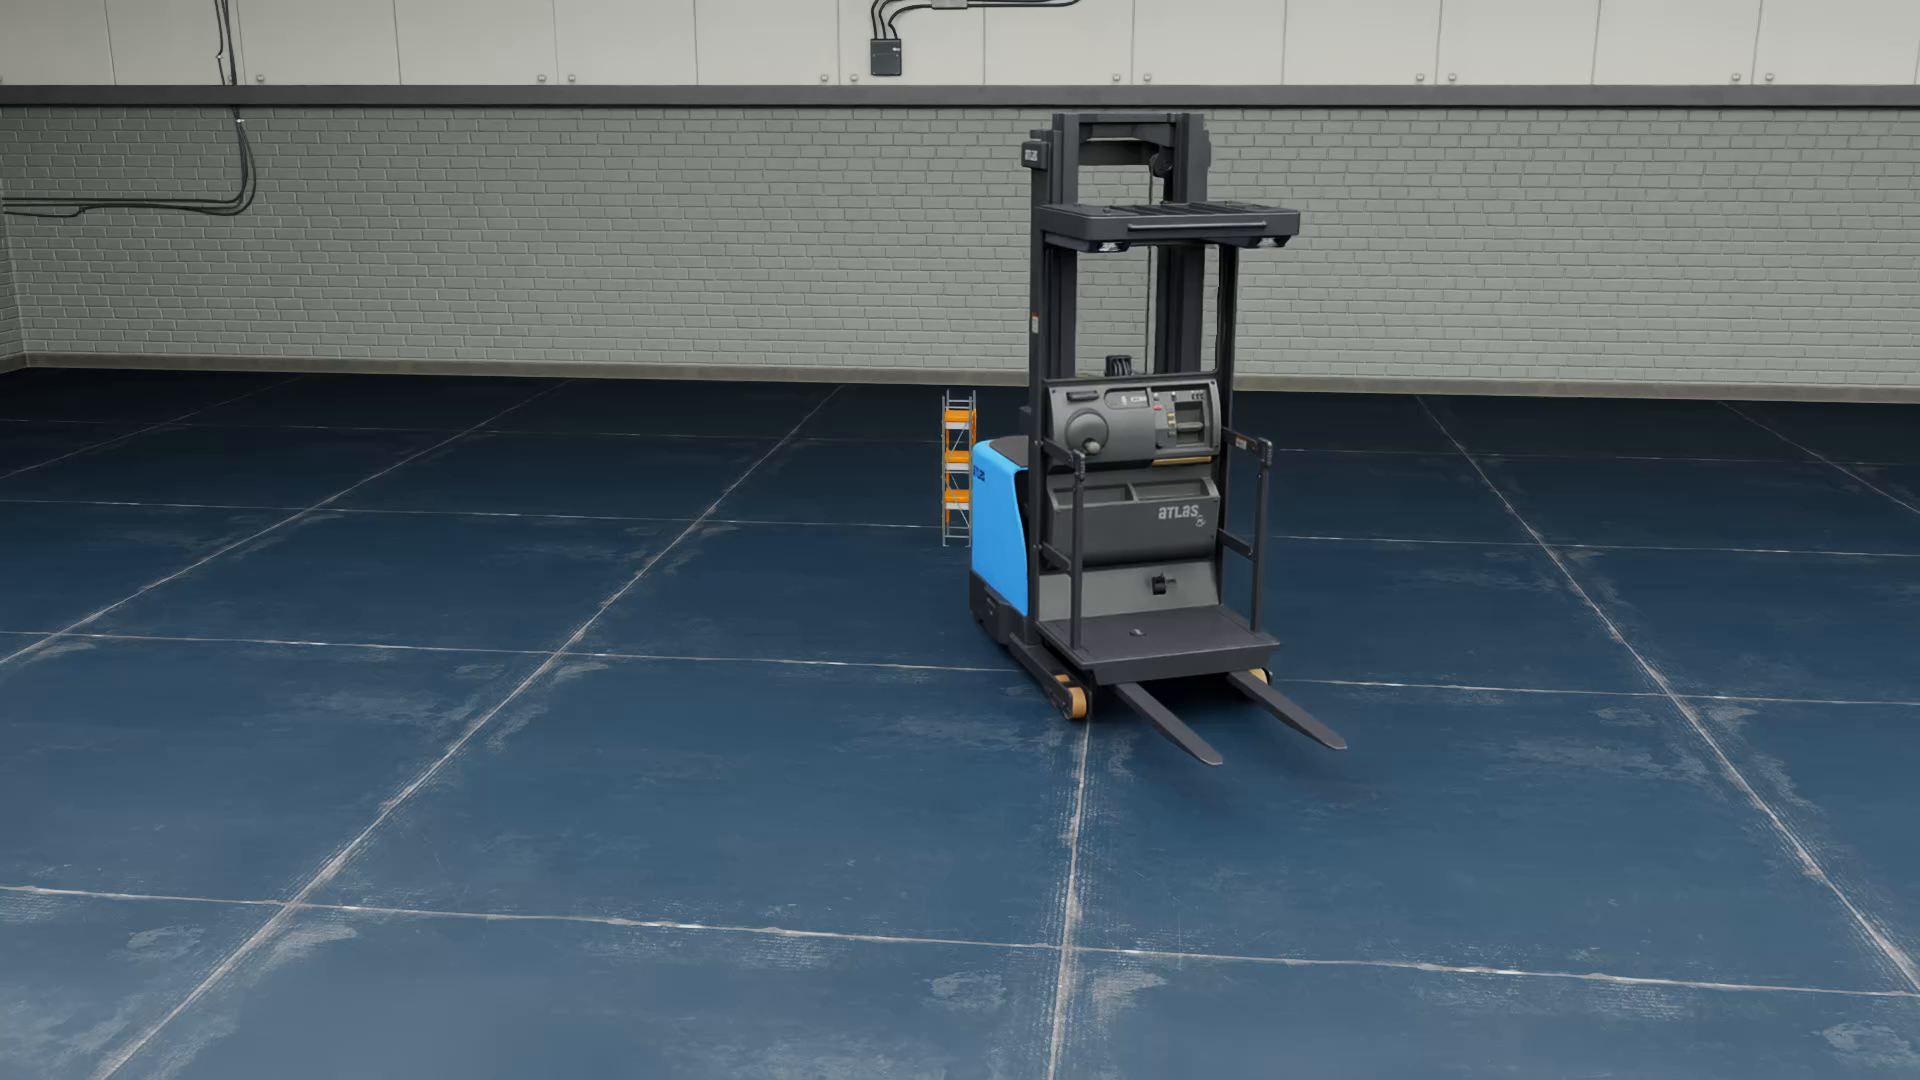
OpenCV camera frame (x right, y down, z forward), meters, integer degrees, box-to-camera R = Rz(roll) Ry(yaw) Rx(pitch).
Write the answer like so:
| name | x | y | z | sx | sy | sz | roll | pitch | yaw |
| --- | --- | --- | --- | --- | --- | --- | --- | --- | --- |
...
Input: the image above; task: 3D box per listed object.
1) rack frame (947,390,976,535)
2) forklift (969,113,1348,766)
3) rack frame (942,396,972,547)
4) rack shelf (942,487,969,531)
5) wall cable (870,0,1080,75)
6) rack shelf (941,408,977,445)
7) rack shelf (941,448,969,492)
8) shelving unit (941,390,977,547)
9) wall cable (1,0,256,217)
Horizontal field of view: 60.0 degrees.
| name | x | y | z | sx | sy | sz | roll | pitch | yaw |
| --- | --- | --- | --- | --- | --- | --- | --- | --- | --- |
| rack frame | 0.008 | -0.525 | 11.591 | 0.200 | 1.050 | 0.008 | 2 | 15 | 6 |
| forklift | 0.969 | -0.629 | 8.372 | 1.130 | 2.935 | 3.031 | -5 | 16 | -16 |
| rack frame | -0.020 | -0.461 | 11.357 | 0.200 | 1.050 | 0.008 | 2 | 15 | 6 |
| rack shelf | -0.006 | -0.214 | 11.549 | 0.215 | 0.259 | 0.240 | 2 | 15 | 6 |
| wall cable | 0.239 | -7.624 | 16.103 | 2.305 | 6.003 | 0.169 | 2 | 15 | 6 |
| rack shelf | -0.006 | -0.757 | 11.402 | 0.215 | 0.259 | 0.240 | 2 | 15 | 6 |
| rack shelf | -0.006 | -0.483 | 11.476 | 0.215 | 0.259 | 0.240 | 2 | 15 | 6 |
| shelving unit | -0.006 | -0.493 | 11.474 | 0.215 | 1.050 | 0.252 | 2 | 15 | 6 |
| wall cable | -9.192 | -4.767 | 18.002 | 3.097 | 2.526 | 0.112 | 2 | 15 | 6 |
